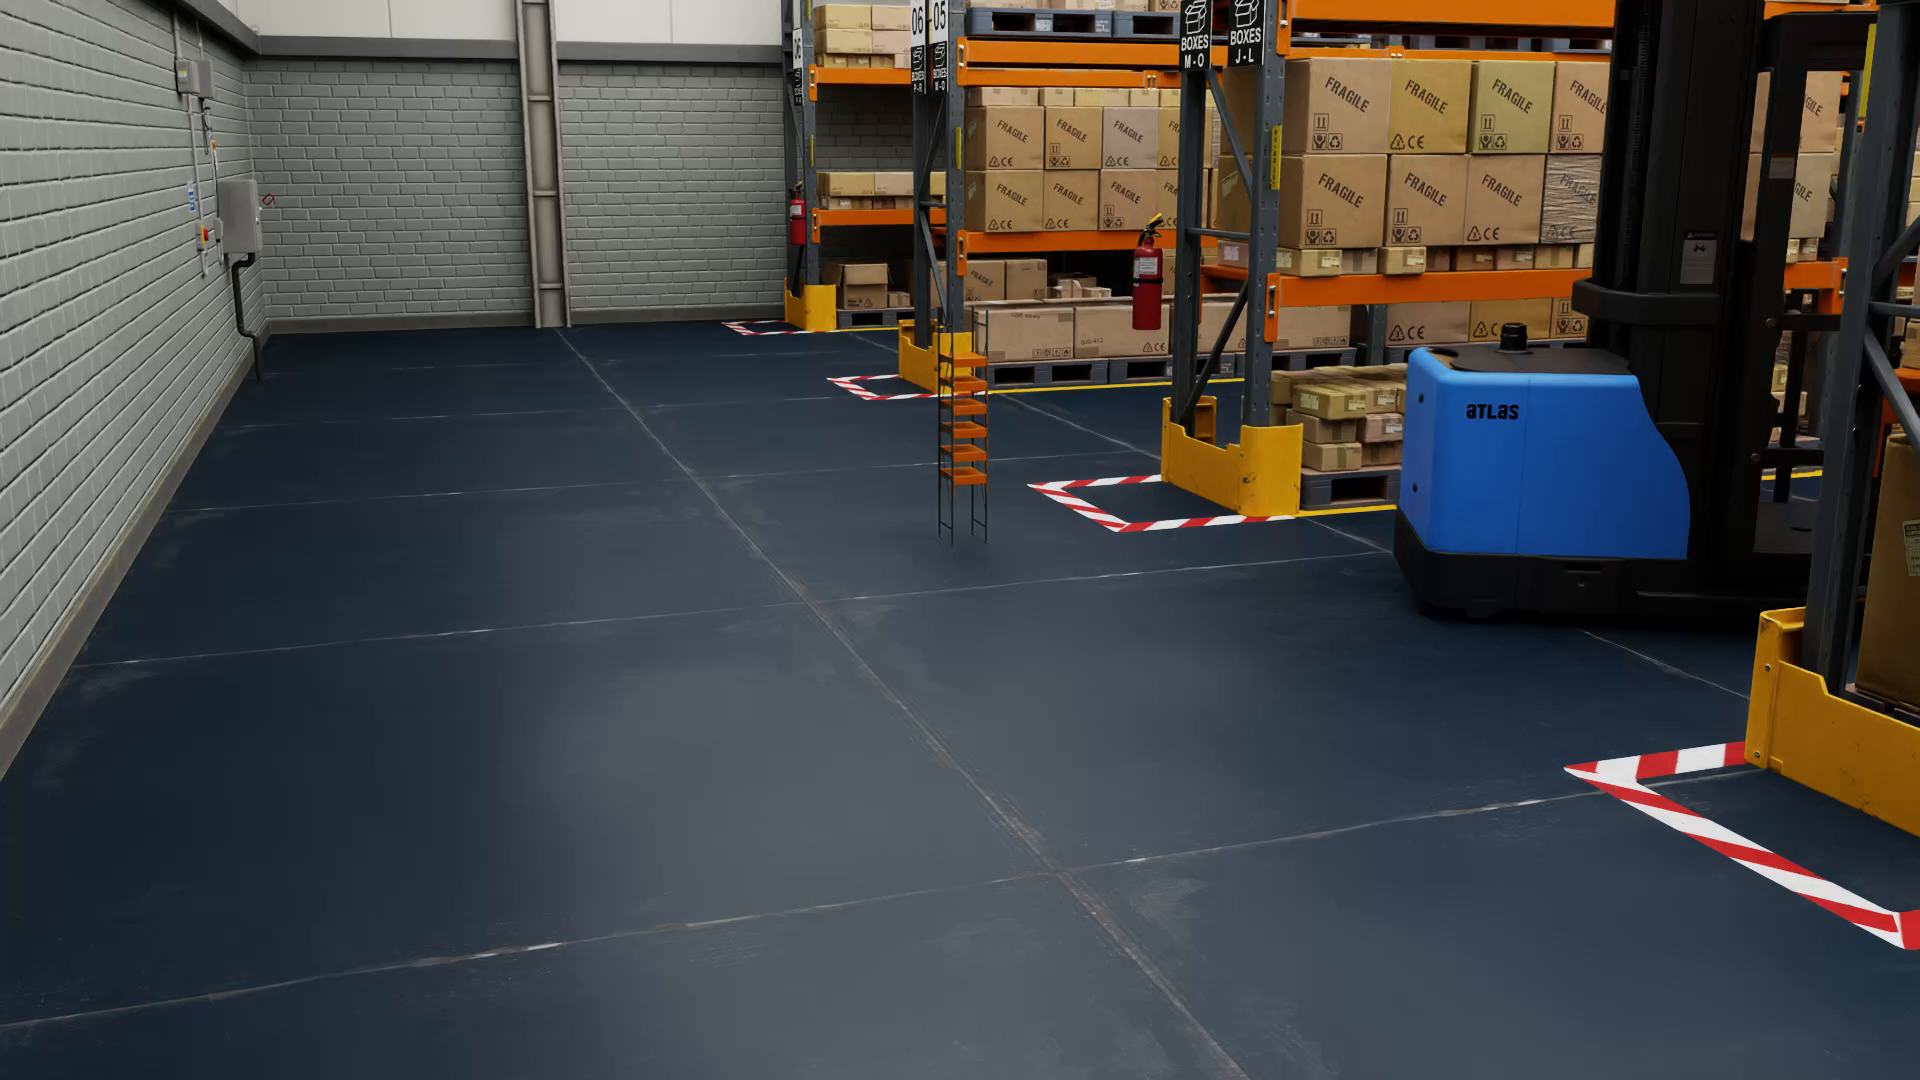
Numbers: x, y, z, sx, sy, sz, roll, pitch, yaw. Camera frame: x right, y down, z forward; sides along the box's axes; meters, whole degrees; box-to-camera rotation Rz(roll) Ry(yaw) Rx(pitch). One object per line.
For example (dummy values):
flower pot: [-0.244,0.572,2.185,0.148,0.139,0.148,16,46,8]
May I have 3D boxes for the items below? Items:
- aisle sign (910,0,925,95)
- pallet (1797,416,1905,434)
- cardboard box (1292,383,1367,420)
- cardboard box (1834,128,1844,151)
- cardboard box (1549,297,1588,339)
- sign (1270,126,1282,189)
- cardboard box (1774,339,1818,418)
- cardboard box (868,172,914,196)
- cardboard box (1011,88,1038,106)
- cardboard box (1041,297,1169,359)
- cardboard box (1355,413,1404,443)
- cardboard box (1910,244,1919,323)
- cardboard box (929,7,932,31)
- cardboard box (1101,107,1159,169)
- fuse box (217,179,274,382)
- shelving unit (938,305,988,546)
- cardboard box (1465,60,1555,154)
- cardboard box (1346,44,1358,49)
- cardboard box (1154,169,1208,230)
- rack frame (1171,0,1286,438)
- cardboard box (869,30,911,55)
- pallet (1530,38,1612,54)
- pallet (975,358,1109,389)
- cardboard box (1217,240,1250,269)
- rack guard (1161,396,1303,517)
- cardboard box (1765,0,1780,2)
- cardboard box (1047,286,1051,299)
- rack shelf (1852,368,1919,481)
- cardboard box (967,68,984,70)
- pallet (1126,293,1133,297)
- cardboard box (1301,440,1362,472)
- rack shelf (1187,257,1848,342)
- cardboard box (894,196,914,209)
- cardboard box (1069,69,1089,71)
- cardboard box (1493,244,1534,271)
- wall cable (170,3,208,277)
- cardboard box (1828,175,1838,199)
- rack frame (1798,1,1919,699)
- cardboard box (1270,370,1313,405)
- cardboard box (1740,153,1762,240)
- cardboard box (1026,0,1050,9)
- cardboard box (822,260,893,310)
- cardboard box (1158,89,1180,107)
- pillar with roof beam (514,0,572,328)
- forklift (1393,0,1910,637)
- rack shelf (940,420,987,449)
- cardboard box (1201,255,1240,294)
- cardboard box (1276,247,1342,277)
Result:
aisle sign: [-0.351,-4.120,13.865,0.004,0.787,0.394,-4,14,-18]
pallet: [6.019,-0.711,11.176,1.213,0.211,1.003,-4,14,-18]
cardboard box: [2.095,-0.786,9.432,0.250,0.149,0.380,-5,14,-21]
cardboard box: [8.390,-3.804,16.385,0.500,0.500,0.500,-4,14,-15]
cardboard box: [5.870,-2.456,16.171,0.875,0.875,0.875,-4,14,-17]
sign: [1.663,-2.017,8.769,0.005,0.325,0.100,-4,14,-18]
cardboard box: [5.902,-1.108,11.313,0.500,0.500,0.500,-5,14,-19]
cardboard box: [-0.777,-3.965,18.510,0.500,0.250,0.500,-4,14,-17]
cardboard box: [0.466,-3.644,13.702,0.250,0.149,0.380,-4,14,-17]
cardboard box: [1.274,-1.891,14.739,0.875,0.438,0.875,-4,14,-17]
cardboard box: [2.346,-0.667,9.575,0.250,0.149,0.380,-5,14,-18]
cardboard box: [3.351,-0.785,5.143,0.500,0.250,0.500,-5,14,-19]
cardboard box: [-0.311,-5.707,18.271,0.500,0.250,0.500,-5,14,-19]
cardboard box: [1.334,-3.380,13.995,0.500,0.500,0.500,-5,14,-18]
fuse box: [-6.053,-2.216,14.263,0.414,1.711,0.539,-4,14,-18]
shelving unit: [0.014,-0.585,8.508,0.189,1.200,0.258,-4,14,-18]
cardboard box: [2.977,-2.442,9.406,0.500,0.500,0.500,-5,14,-19]
cardboard box: [4.569,-5.909,19.983,0.250,0.149,0.380,-4,14,-18]
cardboard box: [1.790,-2.932,14.270,0.500,0.500,0.500,-4,14,-16]
rack frame: [1.490,-1.715,9.370,0.127,3.000,1.000,-4,14,-18]
cardboard box: [-0.788,-5.427,18.176,0.500,0.250,0.500,-4,14,-17]
pallet: [5.746,-4.608,15.461,1.213,0.211,1.003,-4,14,-15]
pallet: [0.549,-1.512,14.546,1.213,0.211,1.003,-4,14,-18]
cardboard box: [1.709,-1.679,9.761,0.250,0.149,0.380,-4,14,-18]
rack guard: [1.562,-0.504,9.683,0.348,0.500,1.175,-4,14,-18]
cardboard box: [4.425,-3.267,9.736,0.500,0.250,0.500,-4,14,-18]
cardboard box: [0.908,-2.965,19.879,0.250,0.149,0.380,-5,14,-19]
rack shelf: [4.872,-0.417,5.469,4.000,0.370,1.077,-4,14,-18]
cardboard box: [0.089,-5.283,18.431,0.250,0.149,0.380,-4,14,-18]
pallet: [2.779,-2.888,20.329,1.213,0.211,1.003,-4,14,-18]
cardboard box: [2.089,-0.501,9.518,0.250,0.149,0.380,-4,14,-17]
rack shelf: [3.386,-1.512,10.074,4.000,0.370,1.077,-4,14,-18]
cardboard box: [-0.649,-3.784,18.613,0.250,0.149,0.380,-4,14,-16]
cardboard box: [1.283,-5.387,18.869,0.250,0.149,0.380,-4,14,-16]
cardboard box: [3.112,-1.656,9.667,0.250,0.149,0.380,-5,14,-19]
wall cable: [-5.521,-2.881,12.010,0.123,1.953,0.585,-4,14,-18]
cardboard box: [5.595,-2.309,10.862,0.250,0.149,0.380,-4,14,-16]
rack frame: [2.976,-0.619,4.765,0.127,3.000,1.000,-4,14,-18]
cardboard box: [1.911,-0.916,9.980,0.250,0.149,0.380,-4,14,-17]
cardboard box: [4.420,-2.068,9.994,0.500,0.500,0.500,-5,14,-20]
cardboard box: [0.585,-4.484,13.951,0.250,0.149,0.380,-6,14,-22]
cardboard box: [-1.161,-2.896,18.821,0.637,0.503,0.797,-5,14,-20]
cardboard box: [1.724,-3.714,13.997,0.250,0.149,0.380,-5,14,-19]
pillar with roof beam: [-3.241,-5.854,13.809,0.400,9.000,9.100,-4,14,-18]
forklift: [3.550,-1.149,7.138,3.031,2.935,1.130,2,13,6]
rack shelf: [0.014,-0.542,8.519,0.180,0.103,0.258,-4,14,-18]
cardboard box: [3.052,-3.193,20.077,0.500,0.500,0.500,-5,14,-19]
cardboard box: [1.902,-1.545,9.197,0.250,0.149,0.380,-5,14,-19]
